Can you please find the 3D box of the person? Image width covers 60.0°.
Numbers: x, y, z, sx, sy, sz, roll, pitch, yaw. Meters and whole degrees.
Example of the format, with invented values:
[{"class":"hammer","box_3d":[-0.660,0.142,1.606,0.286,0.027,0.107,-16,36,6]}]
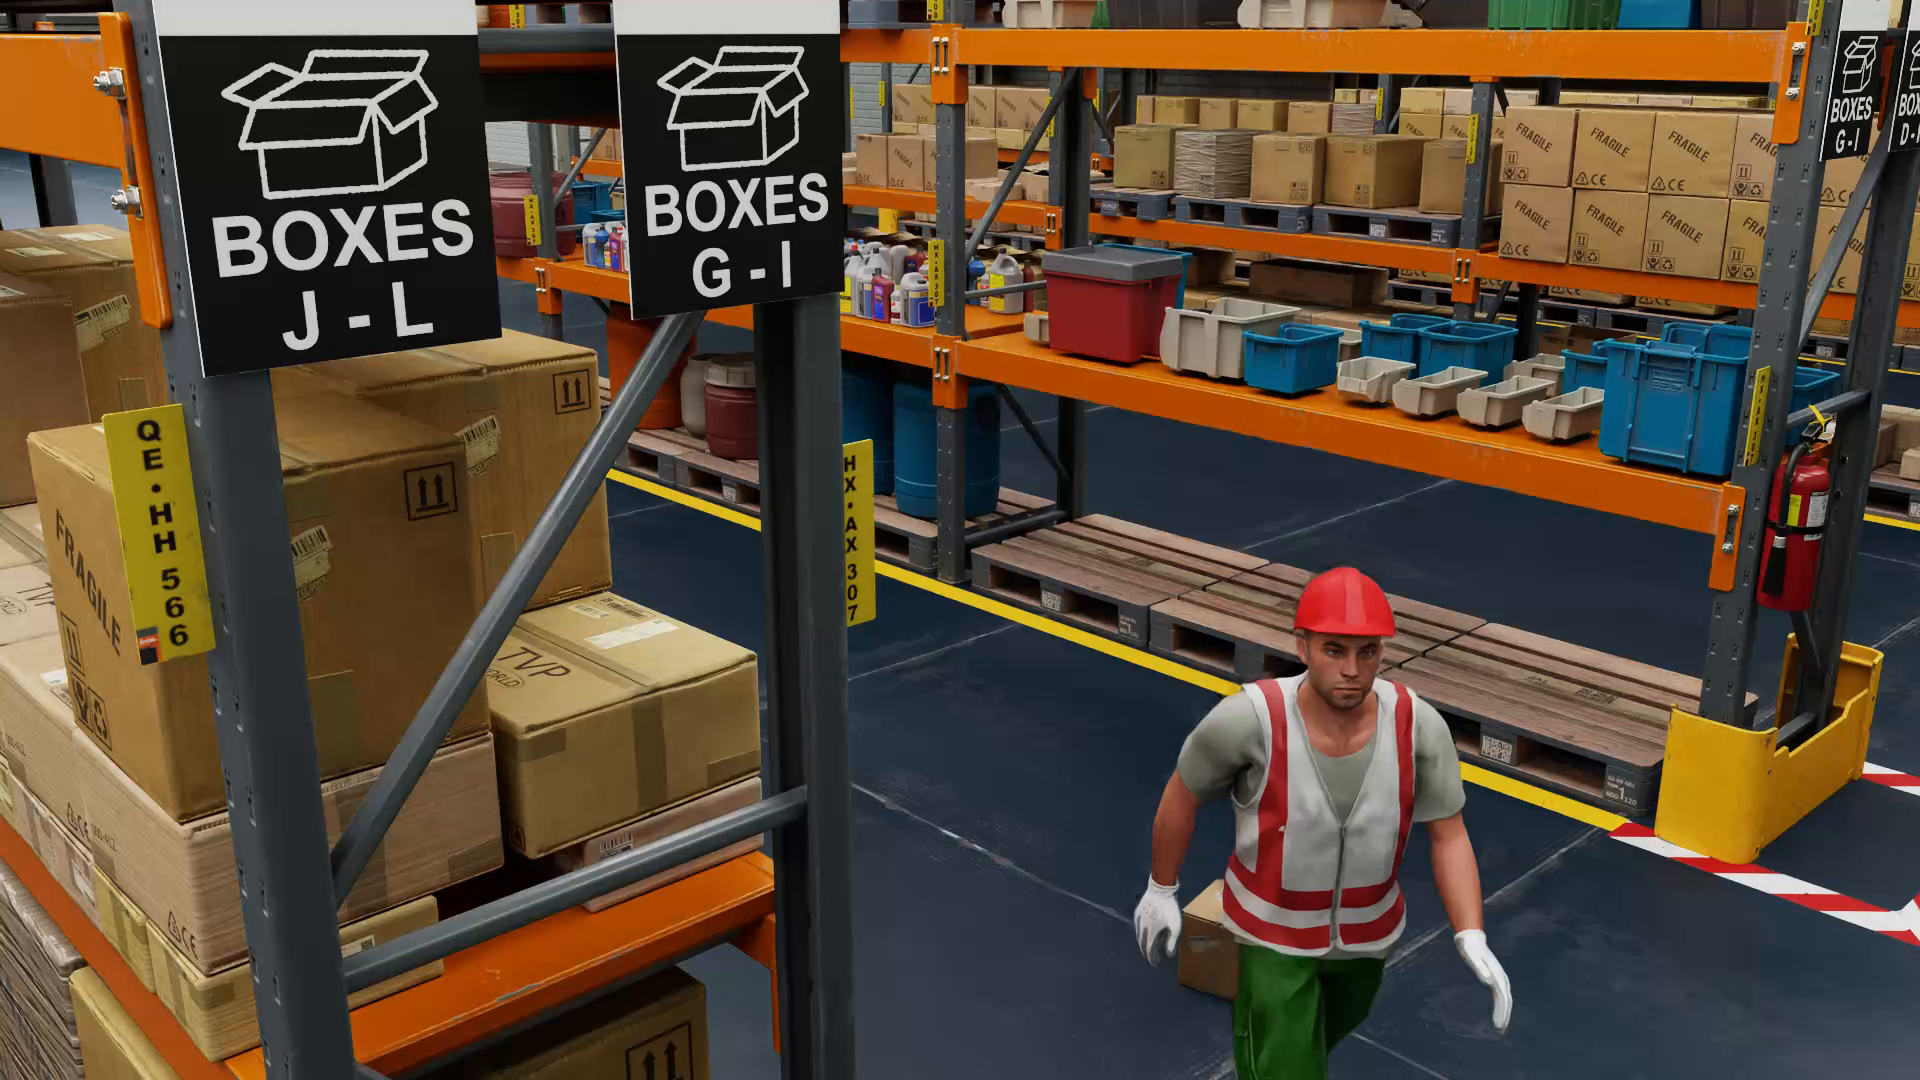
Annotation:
[{"class":"person","box_3d":[0.764,0.888,3.657,0.666,1.741,1.071,-3,17,-9]}]
